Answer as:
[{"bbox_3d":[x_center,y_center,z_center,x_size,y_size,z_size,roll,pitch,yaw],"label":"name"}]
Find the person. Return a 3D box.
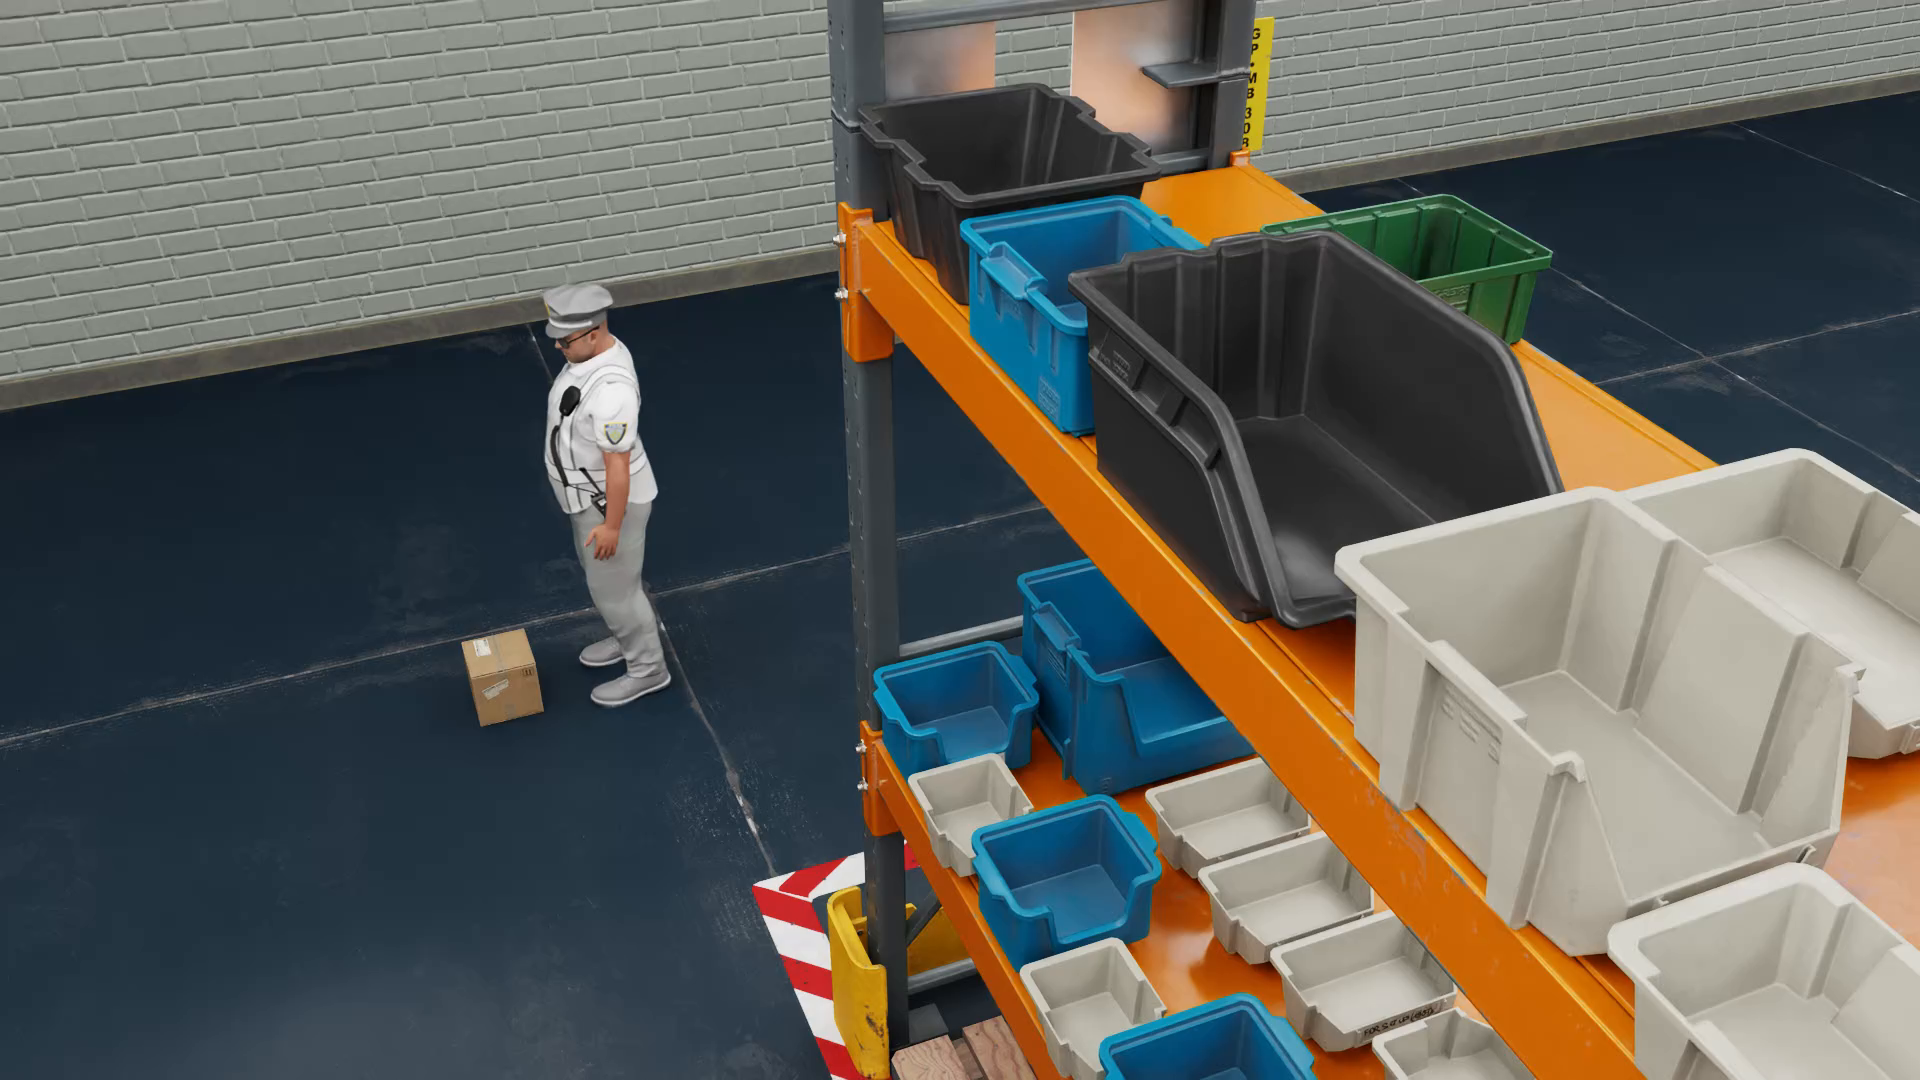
[{"bbox_3d":[-1.368,-0.163,6.396,0.392,1.742,0.529,-12,35,-18],"label":"person"}]
